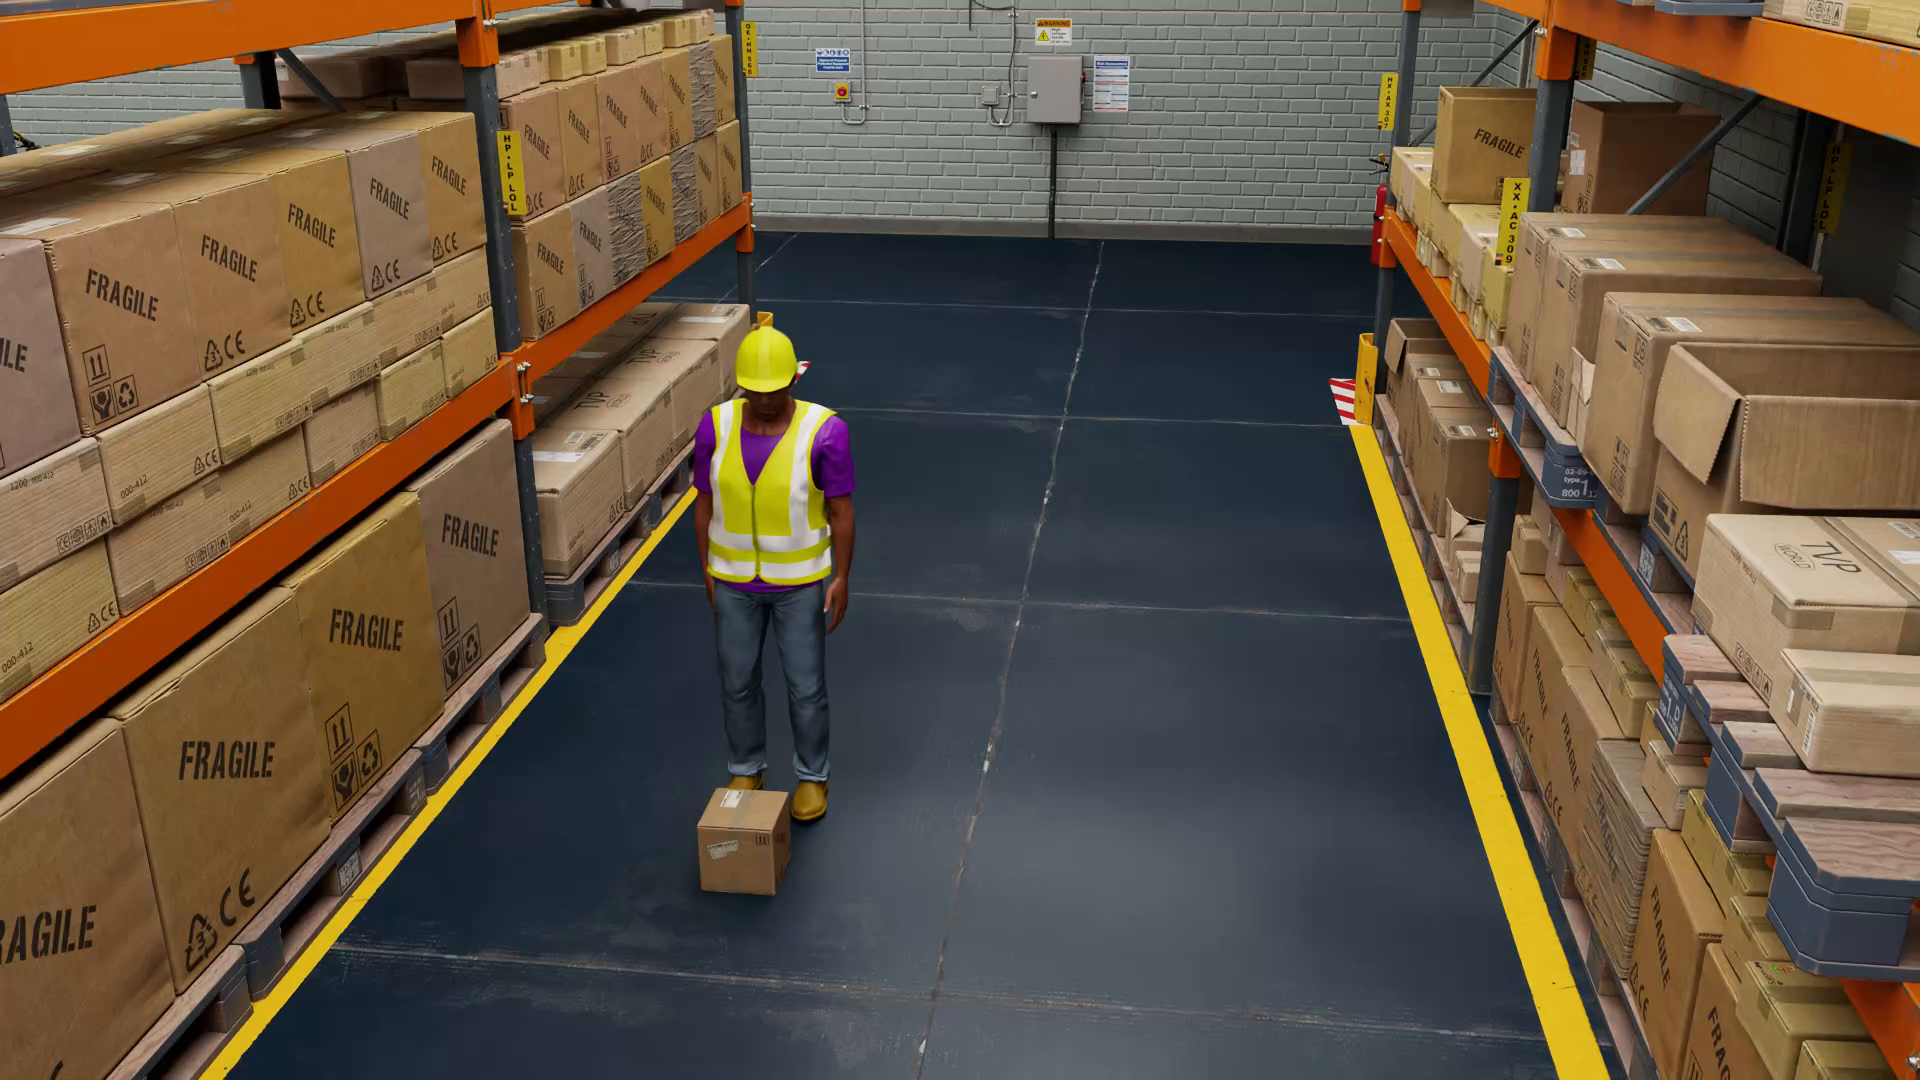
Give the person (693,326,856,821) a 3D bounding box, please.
[{"bbox_3d":[-0.637,0.124,5.734,0.567,1.762,0.363,3,21,7],"label":"person"}]
